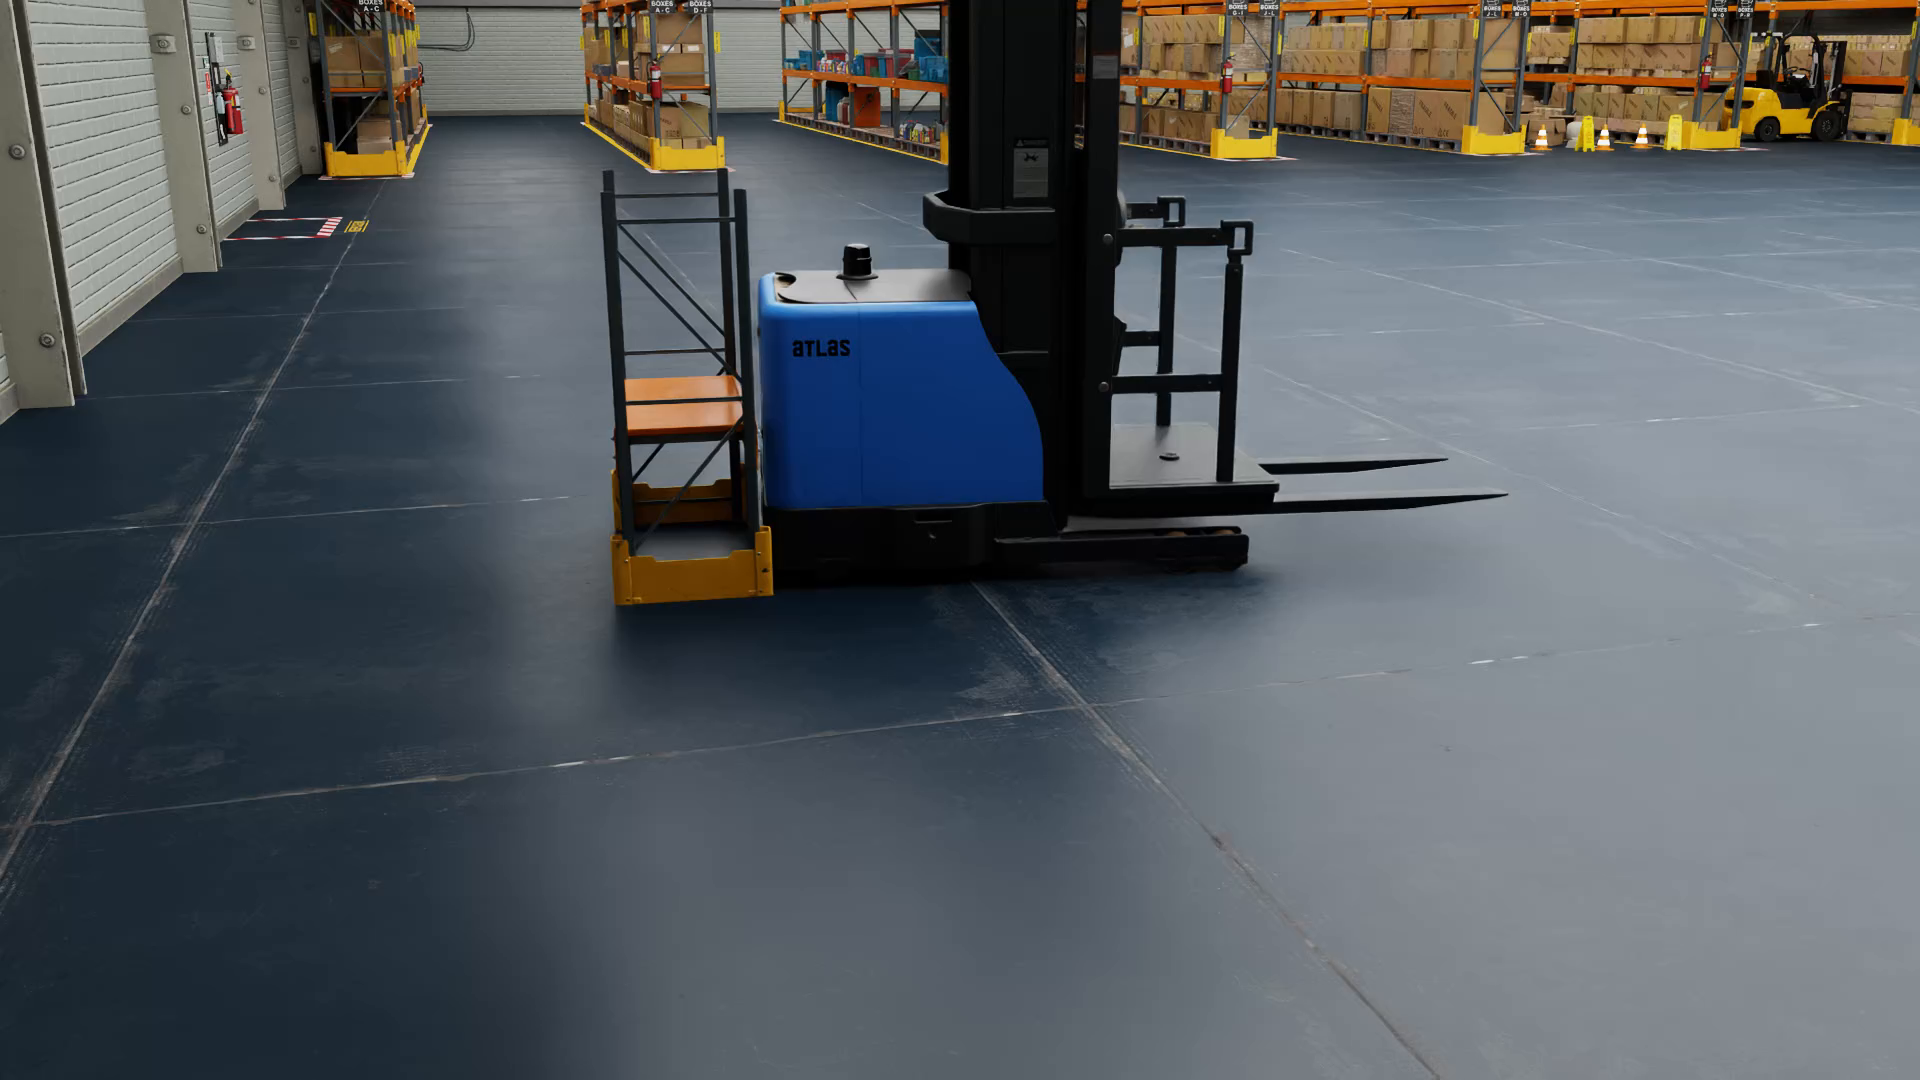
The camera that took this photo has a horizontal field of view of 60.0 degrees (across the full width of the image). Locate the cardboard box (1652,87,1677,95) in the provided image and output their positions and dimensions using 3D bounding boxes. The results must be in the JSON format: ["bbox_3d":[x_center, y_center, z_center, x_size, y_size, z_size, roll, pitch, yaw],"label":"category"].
[{"bbox_3d":[13.985,-8.908,33.013,0.380,0.149,0.250,-4,17,-14],"label":"cardboard box"}]

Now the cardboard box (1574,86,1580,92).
[{"bbox_3d":[16.258,-11.749,43.338,0.380,0.149,0.250,-5,17,-16],"label":"cardboard box"}]

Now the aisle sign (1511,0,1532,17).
[{"bbox_3d":[10.197,-9.887,30.133,0.394,0.787,0.004,-5,17,-15],"label":"aisle sign"}]

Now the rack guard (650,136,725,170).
[{"bbox_3d":[-4.427,-6.288,27.015,1.175,0.500,0.348,-5,17,-15],"label":"rack guard"}]

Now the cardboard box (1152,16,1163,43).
[{"bbox_3d":[4.012,-9.766,31.822,0.500,0.500,0.500,-5,17,-15],"label":"cardboard box"}]

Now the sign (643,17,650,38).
[{"bbox_3d":[-4.959,-8.120,26.347,0.100,0.325,0.005,-5,17,-15],"label":"sign"}]

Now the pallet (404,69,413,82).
[{"bbox_3d":[-10.365,-8.336,29.823,1.003,0.211,1.213,-5,17,-15],"label":"pallet"}]

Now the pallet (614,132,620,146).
[{"bbox_3d":[-6.443,-8.138,33.677,1.003,0.211,1.213,-5,17,-15],"label":"pallet"}]

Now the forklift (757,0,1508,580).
[{"bbox_3d":[0.703,-1.419,6.581,3.031,2.935,1.130,-2,17,-7],"label":"forklift"}]

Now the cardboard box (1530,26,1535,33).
[{"bbox_3d":[13.143,-11.542,37.613,0.380,0.149,0.250,-6,18,-18],"label":"cardboard box"}]

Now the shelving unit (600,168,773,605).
[{"bbox_3d":[-1.095,-0.645,6.488,0.587,1.500,1.083,-3,17,-11],"label":"shelving unit"}]

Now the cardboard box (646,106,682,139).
[{"bbox_3d":[-4.867,-6.860,27.320,0.500,0.500,0.500,-5,17,-15],"label":"cardboard box"}]

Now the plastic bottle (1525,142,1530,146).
[{"bbox_3d":[11.175,-7.885,33.095,0.133,0.061,0.283,-12,20,-34],"label":"plastic bottle"}]

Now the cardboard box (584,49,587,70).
[{"bbox_3d":[-8.962,-11.821,40.919,0.500,0.500,0.500,-4,17,-14],"label":"cardboard box"}]

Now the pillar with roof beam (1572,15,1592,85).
[{"bbox_3d":[12.631,-15.566,43.132,9.100,9.000,0.400,-5,17,-15],"label":"pillar with roof beam"}]

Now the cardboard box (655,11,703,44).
[{"bbox_3d":[-4.564,-8.305,26.958,0.700,0.500,0.500,-5,17,-15],"label":"cardboard box"}]

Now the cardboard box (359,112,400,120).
[{"bbox_3d":[-10.804,-7.704,30.966,0.700,0.500,0.500,-4,17,-15],"label":"cardboard box"}]

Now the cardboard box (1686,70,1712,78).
[{"bbox_3d":[14.313,-9.023,32.214,0.380,0.149,0.250,-4,17,-13],"label":"cardboard box"}]

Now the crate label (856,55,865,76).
[{"bbox_3d":[-1.855,-9.816,34.353,0.502,0.435,0.616,-5,17,-15],"label":"crate label"}]

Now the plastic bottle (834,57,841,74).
[{"bbox_3d":[-2.707,-10.513,36.822,0.144,0.351,0.185,-5,17,-15],"label":"plastic bottle"}]

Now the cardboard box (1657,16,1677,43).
[{"bbox_3d":[14.139,-9.991,32.570,0.700,0.500,0.500,-5,17,-15],"label":"cardboard box"}]

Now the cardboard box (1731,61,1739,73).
[{"bbox_3d":[17.760,-10.742,37.761,0.500,0.250,0.500,-5,17,-16],"label":"cardboard box"}]

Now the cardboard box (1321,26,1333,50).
[{"bbox_3d":[8.229,-10.829,35.878,0.700,0.500,0.500,-5,17,-16],"label":"cardboard box"}]

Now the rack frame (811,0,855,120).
[{"bbox_3d":[-2.967,-11.201,39.028,1.000,3.000,0.127,-5,17,-15],"label":"rack frame"}]

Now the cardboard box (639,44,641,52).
[{"bbox_3d":[-5.430,-8.654,29.245,0.380,0.149,0.250,-5,17,-16],"label":"cardboard box"}]

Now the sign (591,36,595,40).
[{"bbox_3d":[-8.251,-11.180,37.453,0.100,0.325,0.005,-5,17,-15],"label":"sign"}]

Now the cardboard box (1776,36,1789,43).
[{"bbox_3d":[18.096,-10.946,36.361,0.380,0.149,0.250,-4,17,-14],"label":"cardboard box"}]

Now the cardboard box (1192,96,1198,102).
[{"bbox_3d":[6.135,-11.223,42.292,0.380,0.149,0.250,-4,17,-15],"label":"cardboard box"}]

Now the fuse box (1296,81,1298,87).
[{"bbox_3d":[10.712,-14.549,52.413,0.539,1.711,0.414,-5,17,-15],"label":"fuse box"}]

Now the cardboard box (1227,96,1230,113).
[{"bbox_3d":[6.687,-10.589,40.606,0.500,0.500,0.500,-4,17,-13],"label":"cardboard box"}]

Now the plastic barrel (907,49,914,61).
[{"bbox_3d":[-0.821,-9.335,32.580,0.433,0.535,0.433,0,17,0],"label":"plastic barrel"}]

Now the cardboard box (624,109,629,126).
[{"bbox_3d":[-6.068,-7.983,31.390,0.500,0.311,0.500,-4,17,-14],"label":"cardboard box"}]

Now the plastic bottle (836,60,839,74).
[{"bbox_3d":[-2.704,-10.433,36.674,0.061,0.283,0.133,-5,17,-15],"label":"plastic bottle"}]

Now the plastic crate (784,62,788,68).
[{"bbox_3d":[-4.307,-12.021,42.109,0.250,0.136,0.298,-5,17,-15],"label":"plastic crate"}]

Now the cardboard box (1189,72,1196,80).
[{"bbox_3d":[4.457,-8.560,30.672,0.380,0.149,0.250,-5,17,-15],"label":"cardboard box"}]

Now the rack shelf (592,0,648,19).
[{"bbox_3d":[-7.181,-11.349,35.558,1.077,0.370,4.000,-5,17,-15],"label":"rack shelf"}]

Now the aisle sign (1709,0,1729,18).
[{"bbox_3d":[14.359,-10.262,31.382,0.394,0.787,0.004,-5,17,-15],"label":"aisle sign"}]

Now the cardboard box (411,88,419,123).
[{"bbox_3d":[-12.189,-9.420,36.105,0.750,0.750,0.750,-4,17,-15],"label":"cardboard box"}]

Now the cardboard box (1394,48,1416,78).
[{"bbox_3d":[9.111,-9.406,32.790,0.875,0.550,0.550,-5,17,-15],"label":"cardboard box"}]

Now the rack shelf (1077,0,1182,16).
[{"bbox_3d":[3.444,-11.025,34.478,1.077,0.370,4.000,-5,17,-15],"label":"rack shelf"}]

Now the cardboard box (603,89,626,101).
[{"bbox_3d":[-7.558,-9.754,36.486,0.500,0.250,0.500,-5,17,-15],"label":"cardboard box"}]

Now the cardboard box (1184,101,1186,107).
[{"bbox_3d":[5.959,-11.290,43.032,0.380,0.149,0.250,-4,17,-14],"label":"cardboard box"}]

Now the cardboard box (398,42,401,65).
[{"bbox_3d":[-9.596,-8.118,27.686,0.500,0.500,0.500,-5,17,-17],"label":"cardboard box"}]

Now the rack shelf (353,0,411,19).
[{"bbox_3d":[-11.943,-10.957,34.251,1.077,0.370,4.000,-5,17,-15],"label":"rack shelf"}]

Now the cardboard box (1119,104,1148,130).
[{"bbox_3d":[3.578,-8.853,34.791,0.700,0.500,0.500,-6,18,-20],"label":"cardboard box"}]

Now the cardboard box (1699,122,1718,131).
[{"bbox_3d":[14.665,-8.186,33.040,0.500,0.250,0.500,-5,17,-16],"label":"cardboard box"}]

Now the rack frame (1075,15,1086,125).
[{"bbox_3d":[2.894,-10.486,36.648,1.000,3.000,0.127,-5,17,-15],"label":"rack frame"}]

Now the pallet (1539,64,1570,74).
[{"bbox_3d":[13.452,-10.294,36.343,1.003,0.211,1.213,-5,17,-15],"label":"pallet"}]

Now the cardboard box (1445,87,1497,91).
[{"bbox_3d":[12.313,-10.651,40.160,0.875,0.875,0.875,-5,17,-16],"label":"cardboard box"}]

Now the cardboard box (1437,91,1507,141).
[{"bbox_3d":[9.640,-8.004,31.346,0.875,0.875,0.875,-5,17,-15],"label":"cardboard box"}]

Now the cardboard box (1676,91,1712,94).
[{"bbox_3d":[17.539,-10.373,39.670,0.875,0.625,0.625,-4,17,-13],"label":"cardboard box"}]
